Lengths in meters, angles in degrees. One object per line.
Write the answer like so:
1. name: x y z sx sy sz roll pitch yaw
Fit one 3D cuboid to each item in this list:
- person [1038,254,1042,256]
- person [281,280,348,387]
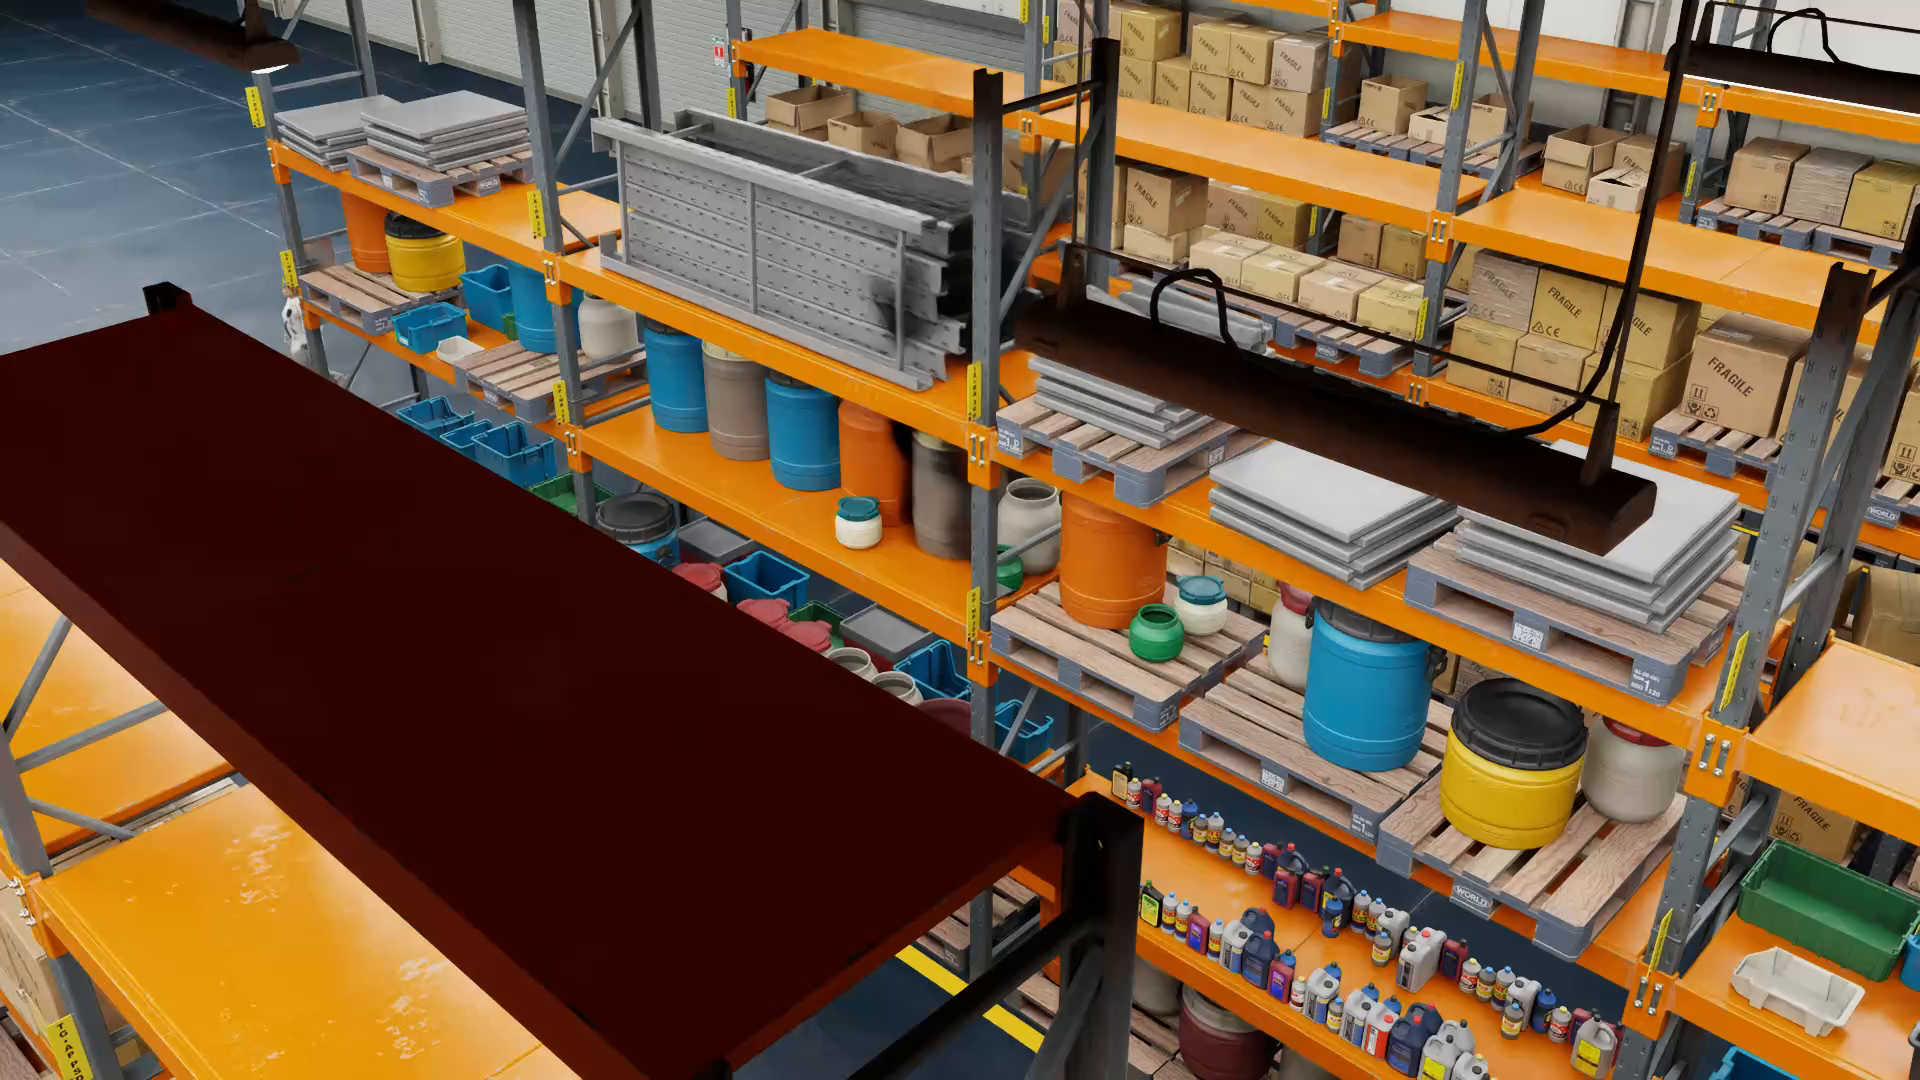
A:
1. person: 0.830 -2.416 18.713 0.830 1.837 0.704 18 34 29
2. person: -7.216 -2.172 18.428 0.710 1.674 0.636 -12 32 -21
